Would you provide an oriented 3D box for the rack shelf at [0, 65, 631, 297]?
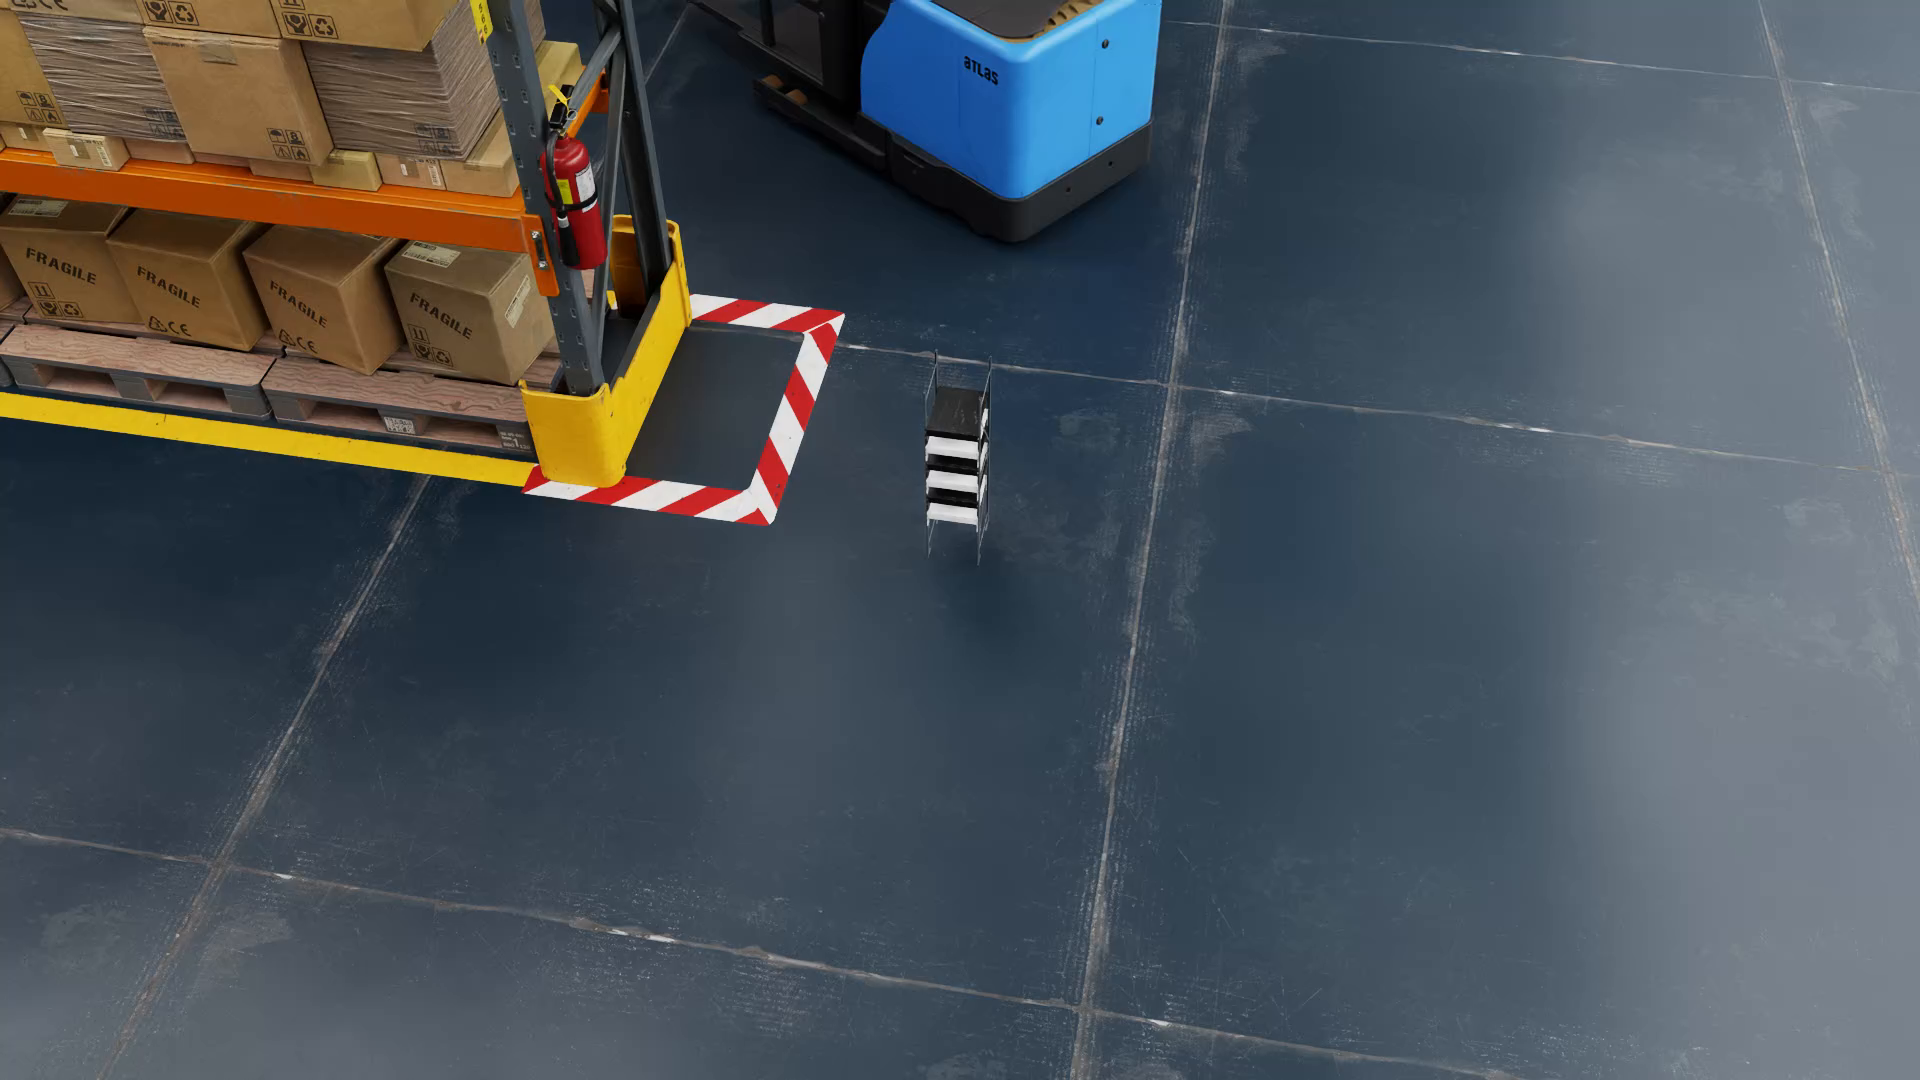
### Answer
[{"bbox_3d":[-3.386,-1.676,6.695,4.000,0.370,1.077,8,49,7],"label":"rack shelf"}]

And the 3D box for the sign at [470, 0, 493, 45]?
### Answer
[{"bbox_3d":[-1.536,-1.741,5.278,0.005,0.325,0.100,8,49,7],"label":"sign"}]

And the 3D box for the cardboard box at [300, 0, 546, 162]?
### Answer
[{"bbox_3d":[-1.954,-1.877,6.125,0.500,0.500,0.875,8,49,7],"label":"cardboard box"}]

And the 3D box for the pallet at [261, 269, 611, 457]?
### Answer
[{"bbox_3d":[-2.285,-0.863,7.355,1.213,0.211,1.003,8,49,7],"label":"pallet"}]

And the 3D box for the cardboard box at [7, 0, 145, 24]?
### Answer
[{"bbox_3d":[-2.987,-2.140,5.689,0.500,0.500,0.500,8,49,7],"label":"cardboard box"}]

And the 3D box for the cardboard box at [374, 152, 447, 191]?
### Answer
[{"bbox_3d":[-1.981,-1.488,6.211,0.250,0.149,0.380,8,49,7],"label":"cardboard box"}]

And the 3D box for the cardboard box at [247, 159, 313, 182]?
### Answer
[{"bbox_3d":[-2.479,-1.527,6.247,0.250,0.149,0.380,8,49,7],"label":"cardboard box"}]

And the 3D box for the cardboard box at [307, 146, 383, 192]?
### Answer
[{"bbox_3d":[-2.236,-1.483,6.207,0.250,0.149,0.380,8,49,7],"label":"cardboard box"}]

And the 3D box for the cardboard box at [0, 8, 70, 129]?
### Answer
[{"bbox_3d":[-3.442,-2.028,6.260,0.500,0.500,0.875,8,49,7],"label":"cardboard box"}]

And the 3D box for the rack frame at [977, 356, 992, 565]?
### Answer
[{"bbox_3d":[0.092,-0.288,6.376,0.006,0.900,0.240,8,49,7],"label":"rack frame"}]

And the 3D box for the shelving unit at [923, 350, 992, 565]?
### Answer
[{"bbox_3d":[-0.008,-0.302,6.388,0.210,0.900,0.258,8,49,7],"label":"shelving unit"}]

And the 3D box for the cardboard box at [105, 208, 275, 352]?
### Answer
[{"bbox_3d":[-3.236,-1.202,7.184,0.500,0.500,0.500,12,49,10],"label":"cardboard box"}]

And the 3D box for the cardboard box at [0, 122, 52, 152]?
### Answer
[{"bbox_3d":[-3.463,-1.660,6.366,0.250,0.149,0.380,8,49,7],"label":"cardboard box"}]

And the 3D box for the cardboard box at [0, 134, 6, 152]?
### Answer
[{"bbox_3d":[-3.717,-1.659,6.365,0.250,0.149,0.380,8,49,7],"label":"cardboard box"}]

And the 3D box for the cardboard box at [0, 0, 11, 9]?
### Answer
[{"bbox_3d":[-3.478,-2.212,5.754,0.500,0.500,0.500,8,49,7],"label":"cardboard box"}]

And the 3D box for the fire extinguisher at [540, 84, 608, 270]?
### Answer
[{"bbox_3d":[-1.387,-1.273,5.901,0.183,0.674,0.296,8,49,7],"label":"fire extinguisher"}]

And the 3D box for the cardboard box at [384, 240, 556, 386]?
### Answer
[{"bbox_3d":[-2.029,-1.051,7.048,0.500,0.500,0.500,16,50,14],"label":"cardboard box"}]

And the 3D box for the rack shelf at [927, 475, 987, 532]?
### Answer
[{"bbox_3d":[-0.008,-0.159,6.547,0.200,0.077,0.258,8,49,7],"label":"rack shelf"}]

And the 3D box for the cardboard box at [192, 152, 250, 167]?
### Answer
[{"bbox_3d":[-2.718,-1.591,6.304,0.250,0.149,0.380,8,49,7],"label":"cardboard box"}]

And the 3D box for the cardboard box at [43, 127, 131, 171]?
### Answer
[{"bbox_3d":[-3.229,-1.576,6.290,0.250,0.149,0.380,8,49,7],"label":"cardboard box"}]

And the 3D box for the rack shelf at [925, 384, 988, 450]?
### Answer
[{"bbox_3d":[-0.008,-0.460,6.212,0.200,0.077,0.258,8,49,7],"label":"rack shelf"}]

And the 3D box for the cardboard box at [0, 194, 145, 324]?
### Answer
[{"bbox_3d":[-3.777,-1.309,7.279,0.500,0.500,0.500,4,48,3],"label":"cardboard box"}]

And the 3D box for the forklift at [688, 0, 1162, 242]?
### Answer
[{"bbox_3d":[-0.436,-3.391,7.798,1.130,2.935,3.031,-36,57,-28],"label":"forklift"}]

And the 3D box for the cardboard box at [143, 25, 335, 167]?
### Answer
[{"bbox_3d":[-2.467,-1.856,6.105,0.500,0.500,0.875,8,49,7],"label":"cardboard box"}]

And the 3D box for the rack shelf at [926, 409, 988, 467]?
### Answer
[{"bbox_3d":[-0.008,-0.400,6.279,0.200,0.077,0.258,8,49,7],"label":"rack shelf"}]

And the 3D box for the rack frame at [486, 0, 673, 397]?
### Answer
[{"bbox_3d":[-1.418,-1.652,6.189,0.127,3.000,1.000,8,49,7],"label":"rack frame"}]

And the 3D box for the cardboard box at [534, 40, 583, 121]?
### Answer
[{"bbox_3d":[-1.656,-1.780,6.473,0.250,0.149,0.380,8,49,7],"label":"cardboard box"}]

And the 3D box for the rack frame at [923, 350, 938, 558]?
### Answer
[{"bbox_3d":[-0.108,-0.315,6.400,0.006,0.900,0.240,8,49,7],"label":"rack frame"}]

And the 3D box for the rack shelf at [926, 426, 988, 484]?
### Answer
[{"bbox_3d":[-0.008,-0.340,6.346,0.200,0.077,0.258,8,49,7],"label":"rack shelf"}]

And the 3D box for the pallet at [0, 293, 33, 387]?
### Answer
[{"bbox_3d":[-4.687,-1.186,7.645,1.213,0.211,1.003,8,49,7],"label":"pallet"}]

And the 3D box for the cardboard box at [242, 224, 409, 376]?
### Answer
[{"bbox_3d":[-2.623,-1.105,7.097,0.500,0.500,0.500,19,51,17],"label":"cardboard box"}]

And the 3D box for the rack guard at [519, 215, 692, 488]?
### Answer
[{"bbox_3d":[-1.492,-0.826,7.128,0.348,0.500,1.175,8,49,7],"label":"rack guard"}]

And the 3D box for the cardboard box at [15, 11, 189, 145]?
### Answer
[{"bbox_3d":[-2.952,-1.953,6.193,0.500,0.500,0.875,8,49,7],"label":"cardboard box"}]

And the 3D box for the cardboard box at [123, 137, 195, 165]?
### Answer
[{"bbox_3d":[-2.968,-1.607,6.319,0.250,0.149,0.380,8,49,7],"label":"cardboard box"}]

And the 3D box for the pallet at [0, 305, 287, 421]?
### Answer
[{"bbox_3d":[-3.482,-1.026,7.502,1.213,0.211,1.003,8,49,7],"label":"pallet"}]

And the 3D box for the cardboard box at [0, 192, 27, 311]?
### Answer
[{"bbox_3d":[-4.402,-1.333,7.301,0.500,0.500,0.500,22,52,19],"label":"cardboard box"}]

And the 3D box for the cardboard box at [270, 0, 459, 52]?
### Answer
[{"bbox_3d":[-2.003,-2.010,5.572,0.500,0.500,0.500,8,49,7],"label":"cardboard box"}]

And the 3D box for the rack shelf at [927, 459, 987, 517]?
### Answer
[{"bbox_3d":[-0.008,-0.219,6.480,0.200,0.077,0.258,8,49,7],"label":"rack shelf"}]

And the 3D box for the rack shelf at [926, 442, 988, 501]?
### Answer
[{"bbox_3d":[-0.008,-0.280,6.413,0.200,0.077,0.258,8,49,7],"label":"rack shelf"}]

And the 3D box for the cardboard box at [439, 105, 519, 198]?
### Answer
[{"bbox_3d":[-1.735,-1.454,6.181,0.250,0.149,0.380,8,49,7],"label":"cardboard box"}]

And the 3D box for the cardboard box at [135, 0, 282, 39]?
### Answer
[{"bbox_3d":[-2.496,-2.072,5.628,0.500,0.500,0.500,8,49,7],"label":"cardboard box"}]
